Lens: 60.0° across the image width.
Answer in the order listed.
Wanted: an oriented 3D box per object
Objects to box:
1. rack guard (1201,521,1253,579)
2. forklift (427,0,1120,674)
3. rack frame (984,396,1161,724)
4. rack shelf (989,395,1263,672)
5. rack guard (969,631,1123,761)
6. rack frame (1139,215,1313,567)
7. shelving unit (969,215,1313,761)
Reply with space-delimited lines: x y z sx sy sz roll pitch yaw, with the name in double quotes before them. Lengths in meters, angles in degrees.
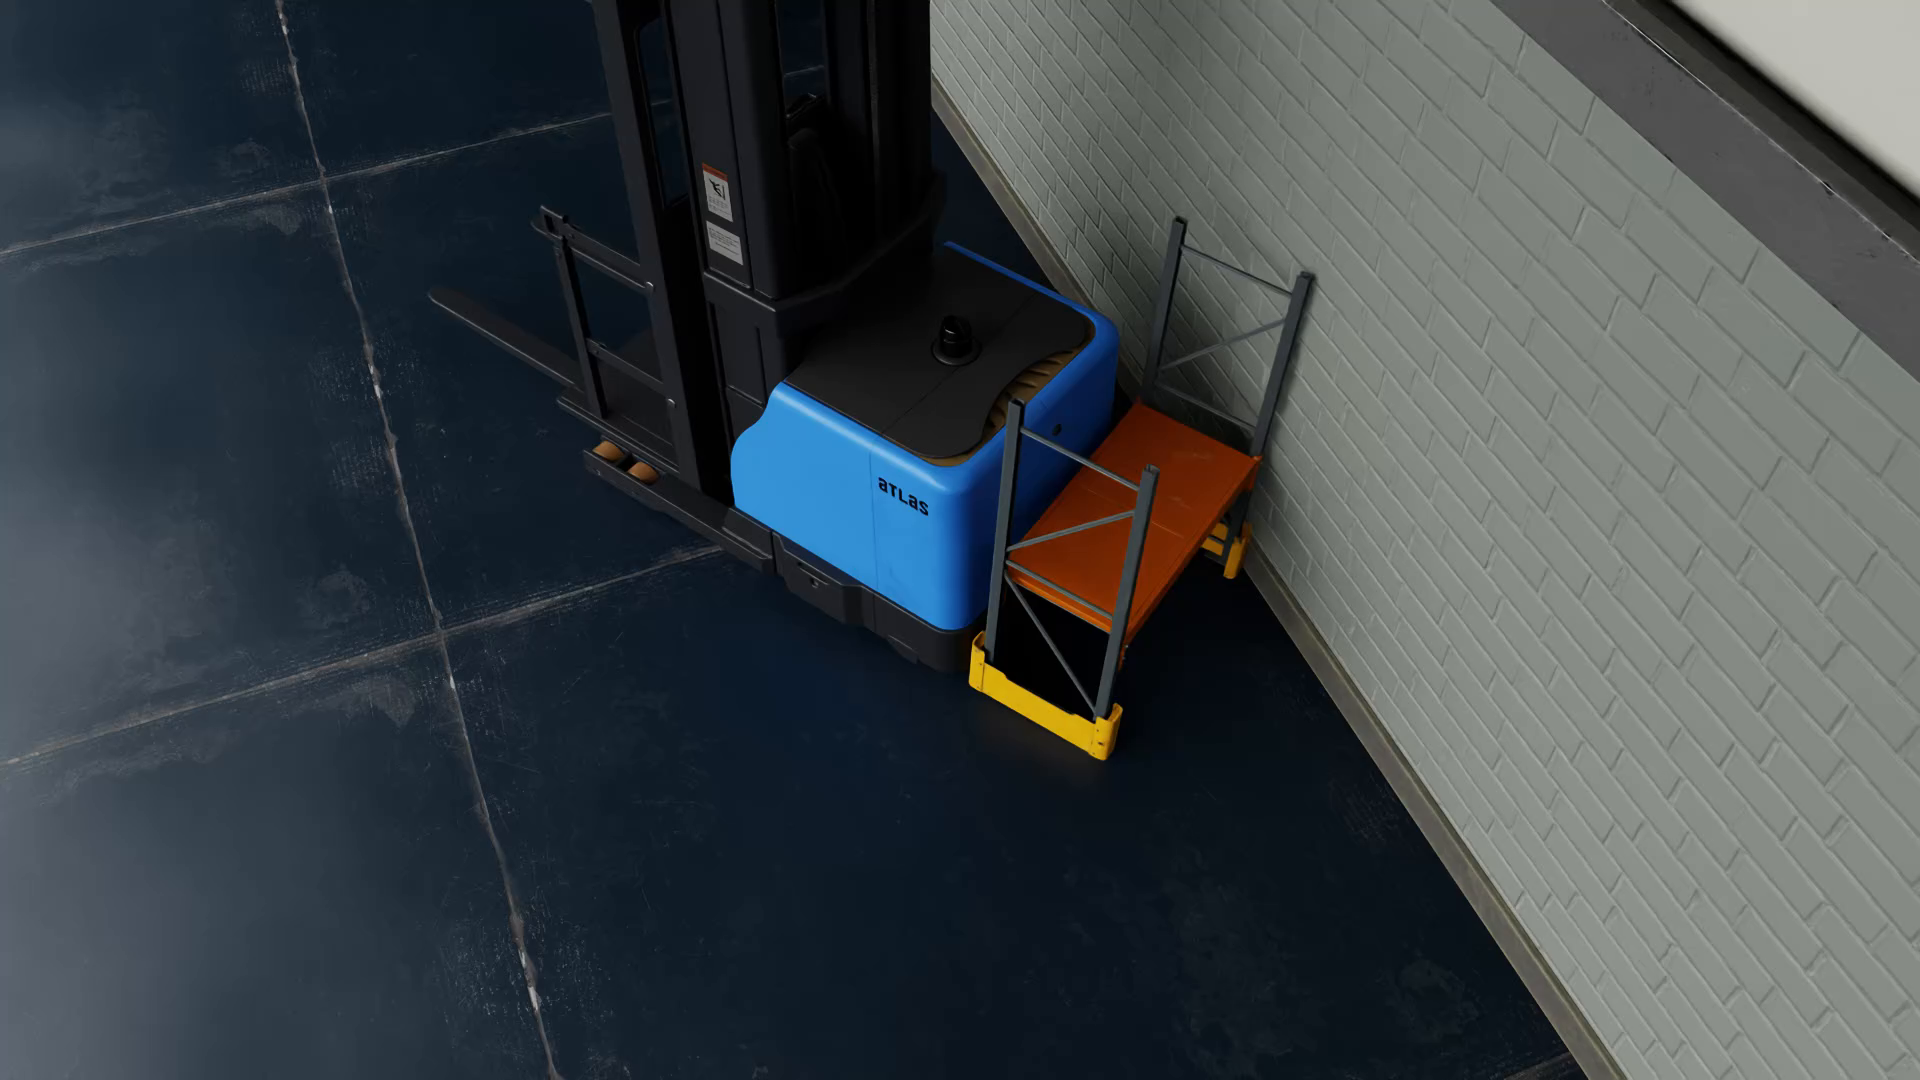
"rack guard" 0.844 -0.078 6.472 0.587 0.250 0.087 28 55 18
"forklift" -0.905 -1.395 5.857 3.031 2.935 1.130 30 56 23
"rack frame" 0.326 0.163 5.442 0.500 1.500 0.032 28 55 18
"rack shelf" 0.597 -0.047 5.859 0.538 0.185 1.000 28 55 18
"rack guard" 0.298 0.555 5.929 0.587 0.250 0.087 28 55 18
"rack frame" 0.883 -0.482 5.996 0.500 1.500 0.032 28 55 18
"shelving unit" 0.600 -0.154 5.714 0.587 1.500 1.083 28 55 18
